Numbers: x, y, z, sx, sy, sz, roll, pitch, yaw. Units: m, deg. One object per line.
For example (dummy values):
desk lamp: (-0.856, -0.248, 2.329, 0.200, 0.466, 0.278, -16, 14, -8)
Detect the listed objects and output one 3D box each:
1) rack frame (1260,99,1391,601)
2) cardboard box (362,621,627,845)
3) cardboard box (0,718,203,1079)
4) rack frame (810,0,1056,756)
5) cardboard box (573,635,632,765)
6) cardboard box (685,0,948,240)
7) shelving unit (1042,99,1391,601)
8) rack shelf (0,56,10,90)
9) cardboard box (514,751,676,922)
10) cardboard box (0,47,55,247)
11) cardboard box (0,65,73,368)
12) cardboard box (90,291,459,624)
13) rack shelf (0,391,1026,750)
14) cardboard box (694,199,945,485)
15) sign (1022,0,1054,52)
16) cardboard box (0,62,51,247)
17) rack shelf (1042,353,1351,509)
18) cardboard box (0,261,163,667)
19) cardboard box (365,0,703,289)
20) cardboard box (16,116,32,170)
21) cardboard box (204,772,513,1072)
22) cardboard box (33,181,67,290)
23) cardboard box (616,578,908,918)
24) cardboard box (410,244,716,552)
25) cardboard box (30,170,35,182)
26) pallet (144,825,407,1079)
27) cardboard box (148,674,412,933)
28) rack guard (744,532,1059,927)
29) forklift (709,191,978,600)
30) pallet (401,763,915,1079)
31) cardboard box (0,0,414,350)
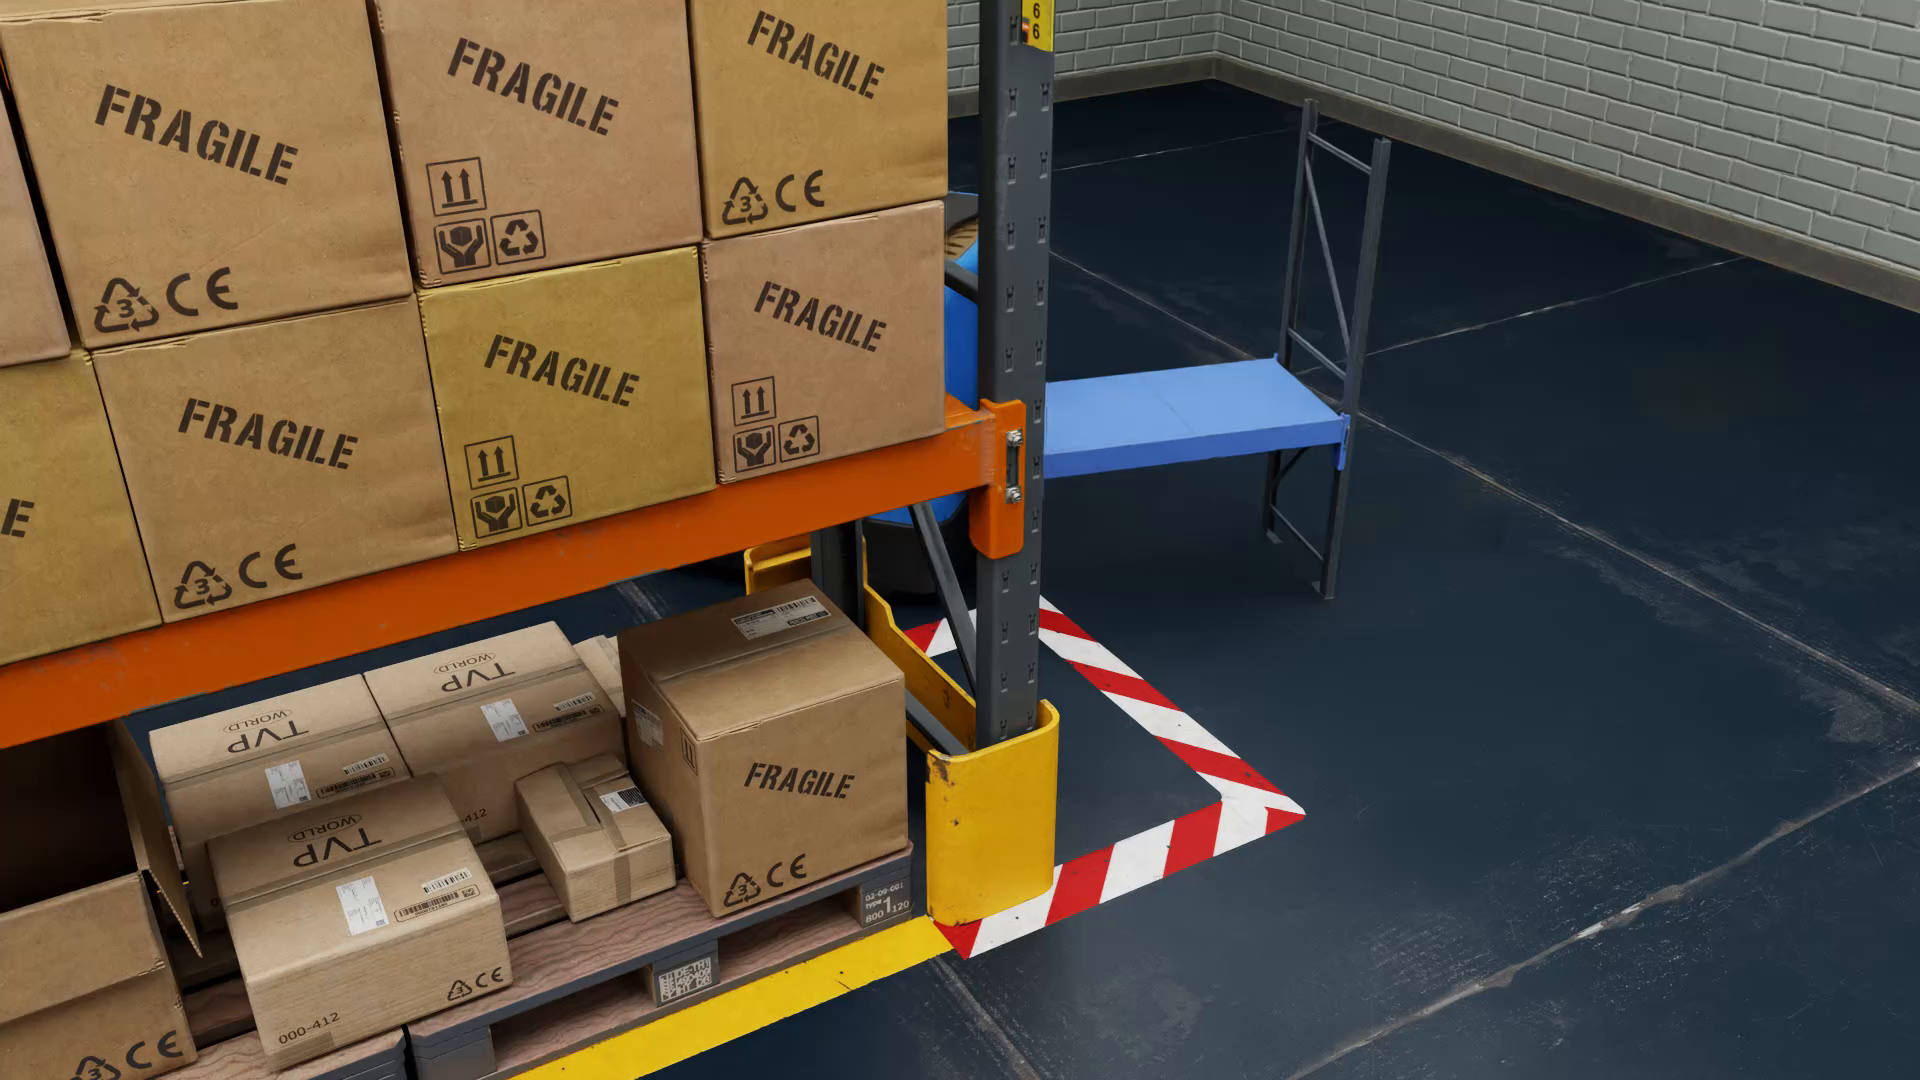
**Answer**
rack frame: (1.132, -0.577, 5.243, 0.032, 1.500, 0.500, -7, 30, -13)
cardboard box: (-1.162, 0.484, 4.160, 0.500, 0.250, 0.500, -16, 33, -26)
cardboard box: (-1.950, 0.753, 3.410, 0.637, 0.503, 0.797, -16, 33, -26)
rack frame: (-0.118, -0.665, 3.850, 0.127, 3.000, 1.000, -16, 33, -26)
cardboard box: (-0.869, 0.403, 4.391, 0.250, 0.166, 0.380, -16, 33, -26)
cardboard box: (-0.363, -0.923, 3.180, 0.500, 0.500, 0.500, -16, 33, -27)
shelving unit: (0.642, -0.512, 5.125, 1.048, 1.500, 0.538, -7, 30, -13)
rack shelf: (-4.355, -1.923, 6.875, 4.000, 0.370, 1.077, -16, 33, -26)
cardboard box: (-0.857, 0.680, 3.890, 0.250, 0.166, 0.380, -16, 33, -26)
cardboard box: (-1.515, -0.896, 3.131, 0.500, 0.500, 0.500, -15, 32, -26)
cardboard box: (-1.685, -0.544, 2.494, 0.500, 0.500, 0.500, -15, 32, -25)
cardboard box: (-1.245, -0.237, 2.972, 0.500, 0.500, 0.500, -16, 32, -26)
rack shelf: (-1.843, 0.140, 3.137, 4.000, 0.370, 1.077, -16, 33, -26)
cardboard box: (-0.367, -0.486, 3.422, 0.500, 0.500, 0.500, -15, 32, -25)
sign: (0.146, -1.074, 3.066, 0.005, 0.325, 0.100, -16, 33, -26)
cardboard box: (-1.953, -0.771, 2.905, 0.500, 0.500, 0.500, -16, 33, -27)
rack shelf: (0.642, -0.355, 5.212, 1.000, 0.185, 0.538, -7, 30, -13)
cardboard box: (-1.679, -0.114, 2.749, 0.500, 0.500, 0.500, -16, 33, -27)
cardboard box: (-0.798, -0.799, 2.955, 0.500, 0.500, 0.500, -15, 32, -25)
cardboard box: (-4.049, -1.754, 7.305, 0.250, 0.149, 0.380, -15, 32, -26)
cardboard box: (-1.297, 0.802, 3.583, 0.500, 0.250, 0.500, -16, 33, -26)
cardboard box: (-1.943, -0.338, 3.155, 0.500, 0.500, 0.500, -15, 32, -26)
cardboard box: (-0.462, 0.473, 3.921, 0.500, 0.500, 0.500, -16, 33, -26)
cardboard box: (-0.812, -0.357, 3.189, 0.500, 0.500, 0.500, -16, 32, -26)
cardboard box: (-4.049, -1.358, 7.259, 0.500, 0.500, 0.700, -17, 33, -28)
pallet: (-1.921, 1.067, 3.599, 1.213, 0.211, 1.003, -16, 33, -26)
cardboard box: (-1.593, 0.606, 3.938, 0.500, 0.250, 0.500, -16, 33, -26)
rack guard: (-0.184, 0.448, 4.421, 0.348, 0.500, 1.175, -16, 33, -26)
forklift: (-1.318, -1.507, 5.448, 3.031, 2.935, 1.130, 9, 30, 16)
pallet: (-0.871, 0.770, 4.136, 1.213, 0.211, 1.003, -16, 33, -26)
cardboard box: (-1.242, -0.670, 2.721, 0.500, 0.500, 0.500, -15, 32, -25)
